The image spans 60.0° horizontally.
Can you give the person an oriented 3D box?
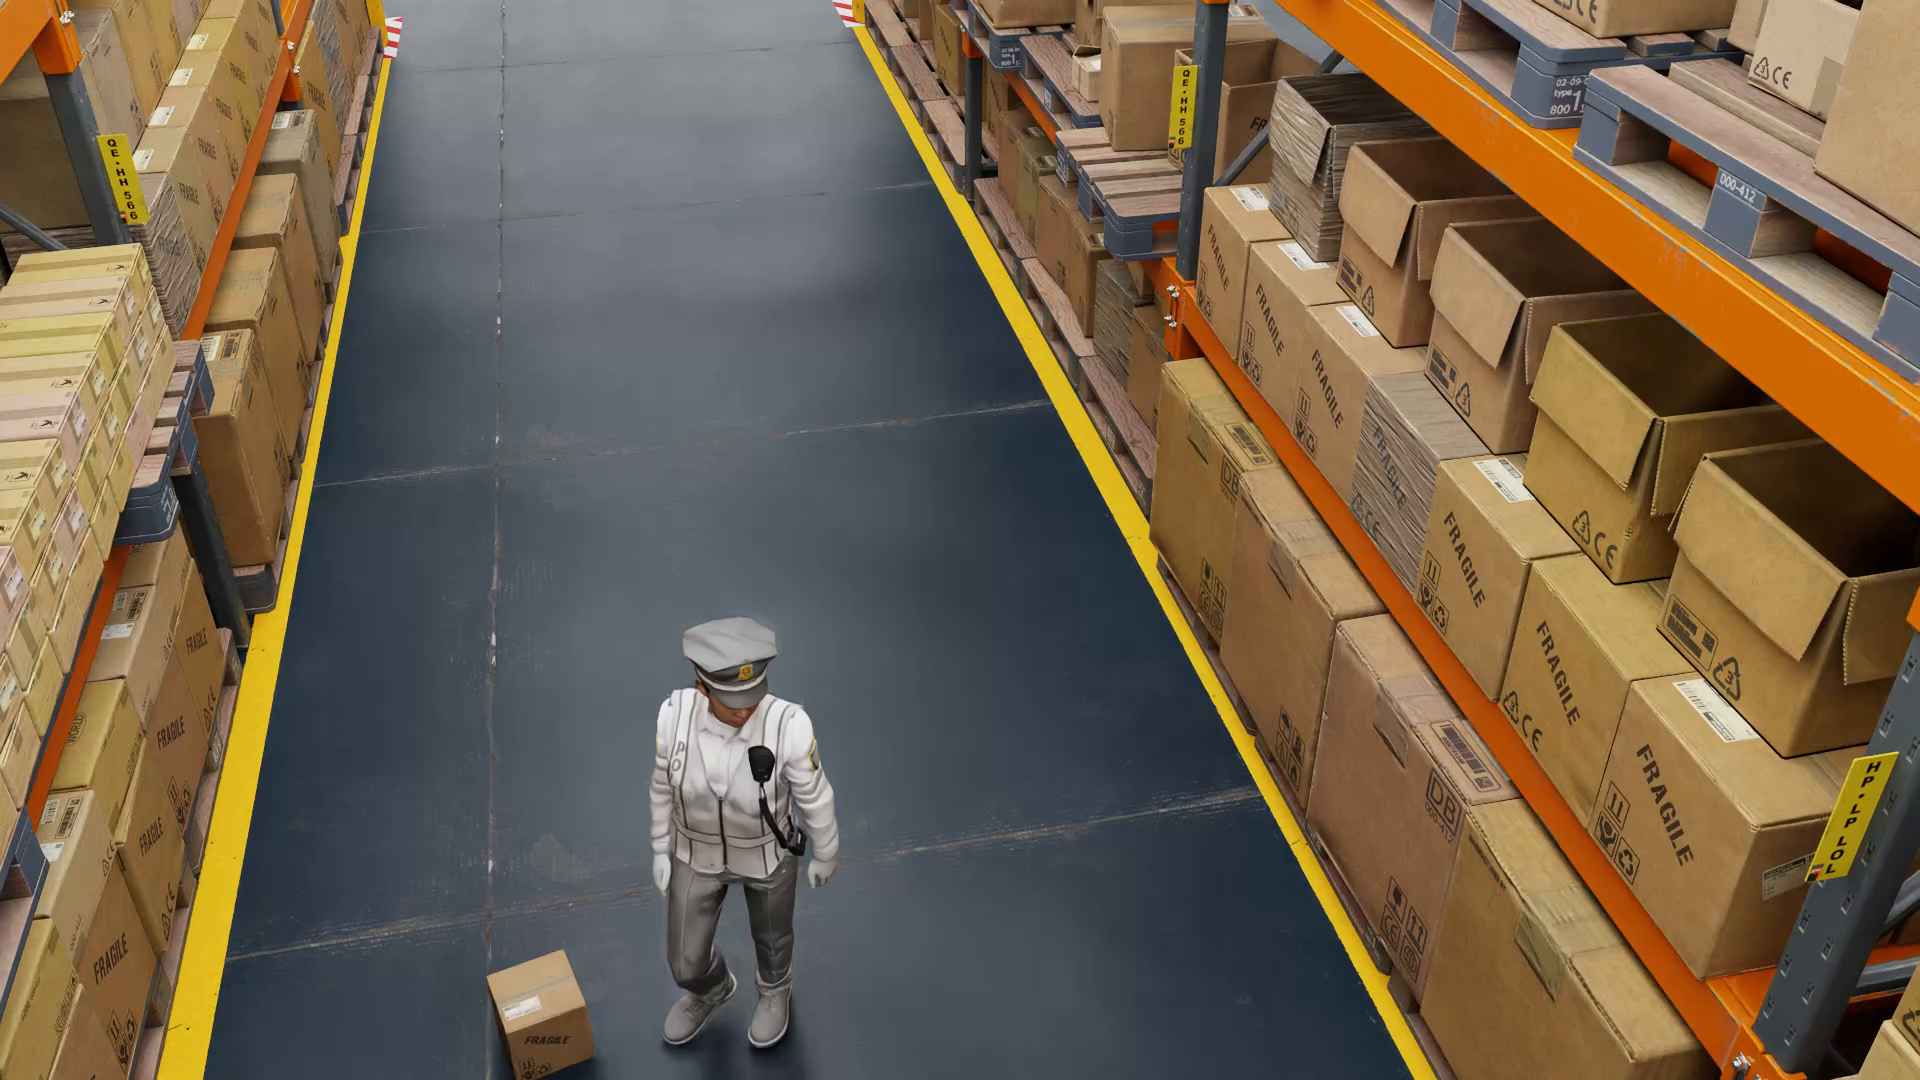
[{"bbox_3d":[-0.646,0.891,4.826,0.599,1.665,0.434,3,35,4],"label":"person"}]
